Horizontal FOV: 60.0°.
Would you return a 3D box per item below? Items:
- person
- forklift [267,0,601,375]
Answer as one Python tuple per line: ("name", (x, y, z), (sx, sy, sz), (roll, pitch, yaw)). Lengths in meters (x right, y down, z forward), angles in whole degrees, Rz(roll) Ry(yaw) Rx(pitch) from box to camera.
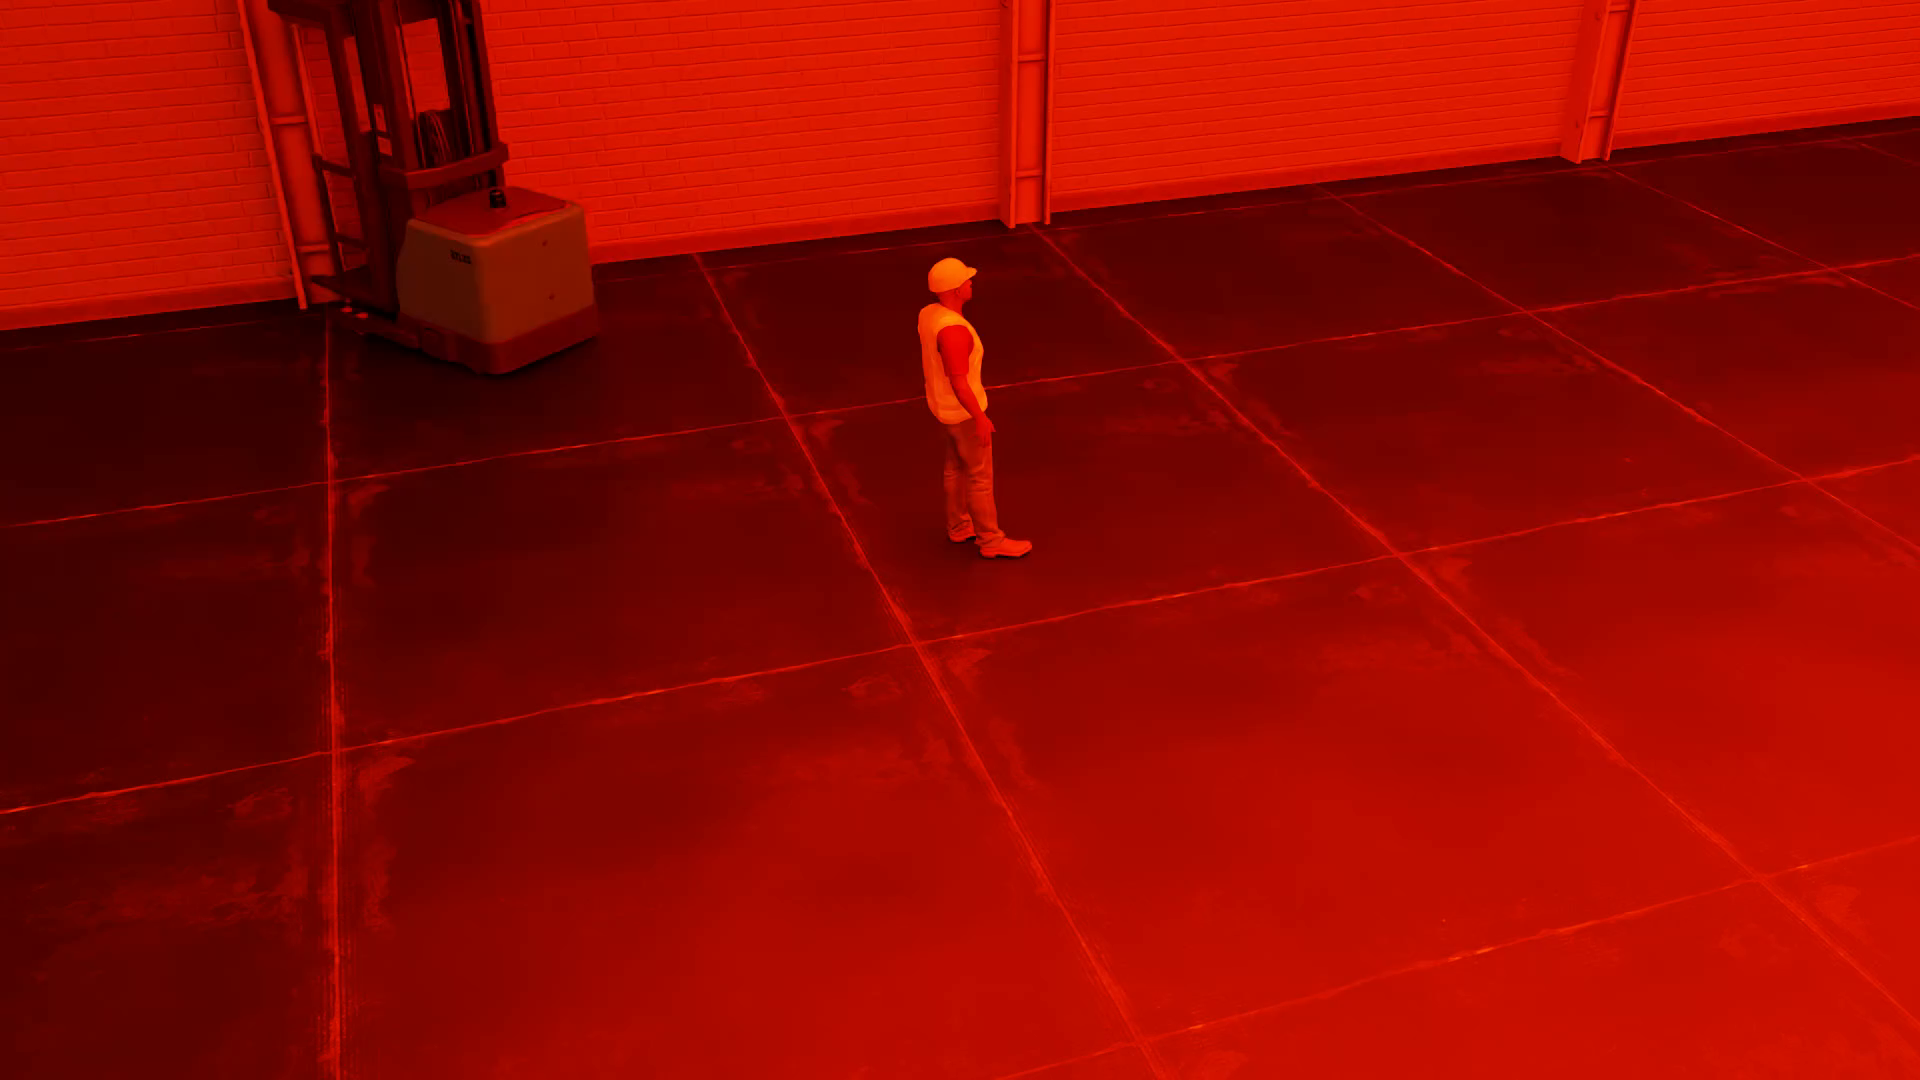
("person", (0.068, -0.780, 9.596), (0.577, 1.765, 0.665), (-10, 31, -16))
("forklift", (-4.216, -3.034, 12.361), (3.031, 2.935, 1.130), (20, 36, 31))
